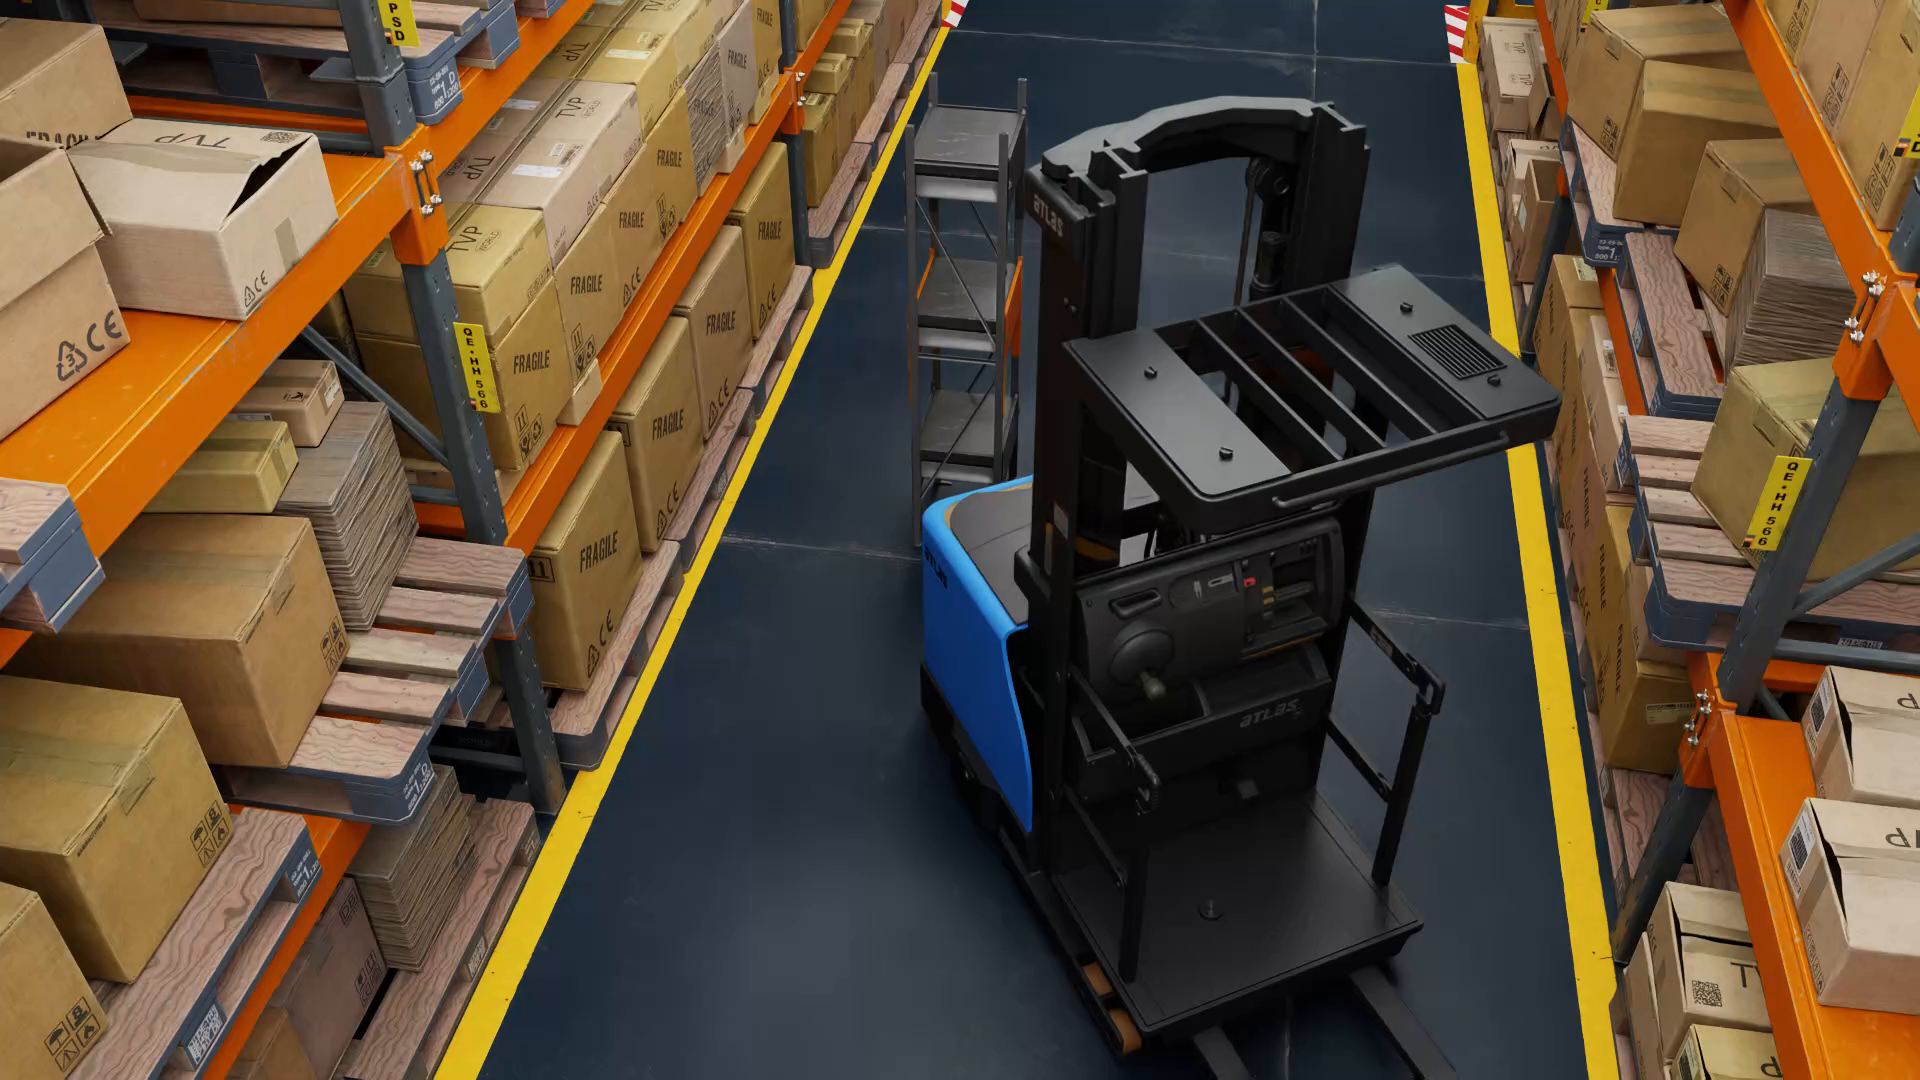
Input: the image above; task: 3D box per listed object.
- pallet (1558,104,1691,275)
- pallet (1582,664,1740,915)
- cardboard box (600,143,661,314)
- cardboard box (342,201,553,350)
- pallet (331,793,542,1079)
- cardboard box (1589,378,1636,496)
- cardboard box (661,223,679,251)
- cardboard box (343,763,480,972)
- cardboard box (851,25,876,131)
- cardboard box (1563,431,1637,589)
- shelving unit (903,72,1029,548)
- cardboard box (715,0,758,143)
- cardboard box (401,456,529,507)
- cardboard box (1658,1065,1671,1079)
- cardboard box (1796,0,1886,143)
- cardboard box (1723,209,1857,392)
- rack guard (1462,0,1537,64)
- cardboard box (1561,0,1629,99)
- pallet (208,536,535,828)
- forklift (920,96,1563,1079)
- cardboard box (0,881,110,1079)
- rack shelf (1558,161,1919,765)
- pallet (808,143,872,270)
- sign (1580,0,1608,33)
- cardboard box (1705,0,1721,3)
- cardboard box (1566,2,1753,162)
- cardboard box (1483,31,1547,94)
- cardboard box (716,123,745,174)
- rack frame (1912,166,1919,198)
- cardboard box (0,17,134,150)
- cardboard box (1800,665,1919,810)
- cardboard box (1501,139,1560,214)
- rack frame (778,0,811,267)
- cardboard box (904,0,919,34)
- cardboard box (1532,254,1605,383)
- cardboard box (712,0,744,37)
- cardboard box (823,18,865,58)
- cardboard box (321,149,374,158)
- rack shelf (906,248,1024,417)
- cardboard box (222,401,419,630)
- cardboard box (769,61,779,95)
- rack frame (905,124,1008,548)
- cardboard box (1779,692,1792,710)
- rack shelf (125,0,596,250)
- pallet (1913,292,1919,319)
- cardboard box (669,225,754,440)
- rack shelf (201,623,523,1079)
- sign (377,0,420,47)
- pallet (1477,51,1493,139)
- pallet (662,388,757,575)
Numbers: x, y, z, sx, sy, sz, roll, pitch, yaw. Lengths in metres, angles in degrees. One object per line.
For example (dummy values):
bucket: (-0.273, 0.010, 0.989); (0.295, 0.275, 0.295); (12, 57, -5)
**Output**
pallet: (3.278, -1.577, 7.454); (1.003, 0.211, 1.213); (6, 40, 8)
pallet: (2.998, 0.980, 6.399); (1.003, 0.211, 1.213); (6, 40, 8)
cardboard box: (-1.525, -1.250, 6.581); (0.500, 0.500, 0.500); (6, 40, 7)
cardboard box: (-1.710, -0.898, 5.567); (0.500, 0.250, 0.500); (7, 40, 9)
pallet: (-2.184, 1.391, 5.902); (1.003, 0.211, 1.213); (6, 40, 8)
cardboard box: (2.941, -0.416, 6.928); (0.500, 0.250, 0.500); (6, 40, 7)
cardboard box: (-1.455, -1.394, 7.263); (0.380, 0.149, 0.250); (8, 40, 9)
cardboard box: (-2.121, 1.077, 5.709); (0.700, 0.500, 0.500); (7, 40, 8)
cardboard box: (-0.944, -2.978, 10.630); (0.700, 0.500, 0.500); (7, 40, 9)
cardboard box: (2.937, -0.104, 7.138); (0.500, 0.500, 0.500); (5, 40, 6)
shelving unit: (0.029, -0.913, 7.207); (0.431, 2.100, 0.503); (6, 40, 8)
cardboard box: (-1.266, -2.206, 7.737); (0.500, 0.500, 0.500); (7, 40, 8)
cardboard box: (-1.763, -0.266, 5.899); (0.380, 0.149, 0.250); (6, 40, 7)
cardboard box: (2.366, 1.880, 4.951); (0.500, 0.250, 0.500); (5, 40, 6)
cardboard box: (2.963, -1.422, 4.684); (0.910, 0.500, 0.500); (6, 40, 8)
cardboard box: (3.176, -0.791, 5.945); (0.700, 0.500, 0.500); (14, 42, 16)
rack guard: (4.203, -3.640, 11.760); (1.175, 0.500, 0.348); (6, 40, 8)
cardboard box: (3.358, -2.521, 8.367); (0.500, 0.500, 0.500); (7, 40, 8)
pallet: (-2.066, 0.359, 5.112); (1.213, 0.211, 1.003); (6, 40, 8)
forklift: (0.892, 0.300, 5.087); (1.130, 2.935, 3.031); (-16, 42, -18)
cardboard box: (-2.431, 1.046, 3.707); (0.700, 0.500, 0.500); (12, 41, 14)
rack shelf: (3.178, -0.608, 6.696); (1.077, 0.370, 4.000); (6, 40, 8)
pallet: (-1.147, -2.078, 10.098); (1.003, 0.211, 1.213); (6, 40, 8)
sign: (2.988, -2.529, 7.776); (0.100, 0.325, 0.005); (6, 40, 8)
cardboard box: (3.883, -2.829, 7.955); (0.500, 0.500, 0.500); (7, 40, 9)
cardboard box: (3.222, -2.068, 7.489); (0.700, 0.500, 0.500); (-6, 40, -7)
cardboard box: (3.756, -3.137, 11.003); (0.500, 0.250, 0.500); (6, 40, 8)
cardboard box: (-1.233, -1.861, 7.828); (0.380, 0.149, 0.250); (6, 40, 8)
rack frame: (2.832, -1.942, 3.037); (1.000, 3.000, 0.127); (6, 40, 8)
cardboard box: (-2.399, -0.950, 4.097); (0.500, 0.500, 0.500); (6, 40, 8)
cardboard box: (2.726, 0.628, 4.707); (0.500, 0.311, 0.500); (9, 40, 10)
cardboard box: (3.473, -2.133, 9.741); (0.500, 0.311, 0.500); (6, 40, 8)
rack frame: (-1.355, -2.684, 8.643); (1.000, 3.000, 0.127); (6, 40, 8)
cardboard box: (-0.686, -3.943, 11.797); (0.700, 0.500, 0.500); (6, 40, 8)
cardboard box: (3.200, -1.070, 8.306); (0.500, 0.500, 0.500); (5, 40, 6)
cardboard box: (-1.282, -2.493, 7.495); (0.500, 0.250, 0.500); (7, 40, 9)
cardboard box: (-0.796, -3.113, 10.285); (0.380, 0.149, 0.250); (5, 40, 6)
cardboard box: (-2.131, -1.262, 6.006); (0.500, 0.250, 0.500); (5, 40, 6)
rack shelf: (0.029, -0.903, 7.215); (0.431, 0.518, 0.480); (6, 40, 8)
cardboard box: (-2.119, -0.086, 5.076); (0.700, 0.500, 0.500); (2, 40, 2)
cardboard box: (-1.135, -2.352, 8.422); (0.380, 0.149, 0.250); (7, 40, 8)
rack frame: (-0.014, -0.760, 7.021); (0.400, 2.100, 0.015); (6, 40, 8)
cardboard box: (3.277, 0.580, 6.310); (0.500, 0.500, 0.500); (5, 40, 6)
rack shelf: (-1.702, -2.308, 6.398); (1.077, 0.370, 4.000); (6, 40, 8)
pallet: (2.803, -0.278, 3.526); (1.213, 0.211, 1.003); (8, 40, 10)
cardboard box: (-1.491, -1.037, 8.008); (0.750, 0.750, 0.750); (8, 40, 9)
rack shelf: (-2.394, 1.358, 4.317); (1.077, 0.370, 4.000); (6, 40, 8)
sign: (-1.514, -1.468, 4.412); (0.100, 0.325, 0.005); (6, 40, 8)
pallet: (4.066, -3.028, 11.247); (1.003, 0.211, 1.213); (6, 40, 8)
pallet: (-1.624, -0.349, 8.007); (1.003, 0.211, 1.213); (6, 40, 8)
